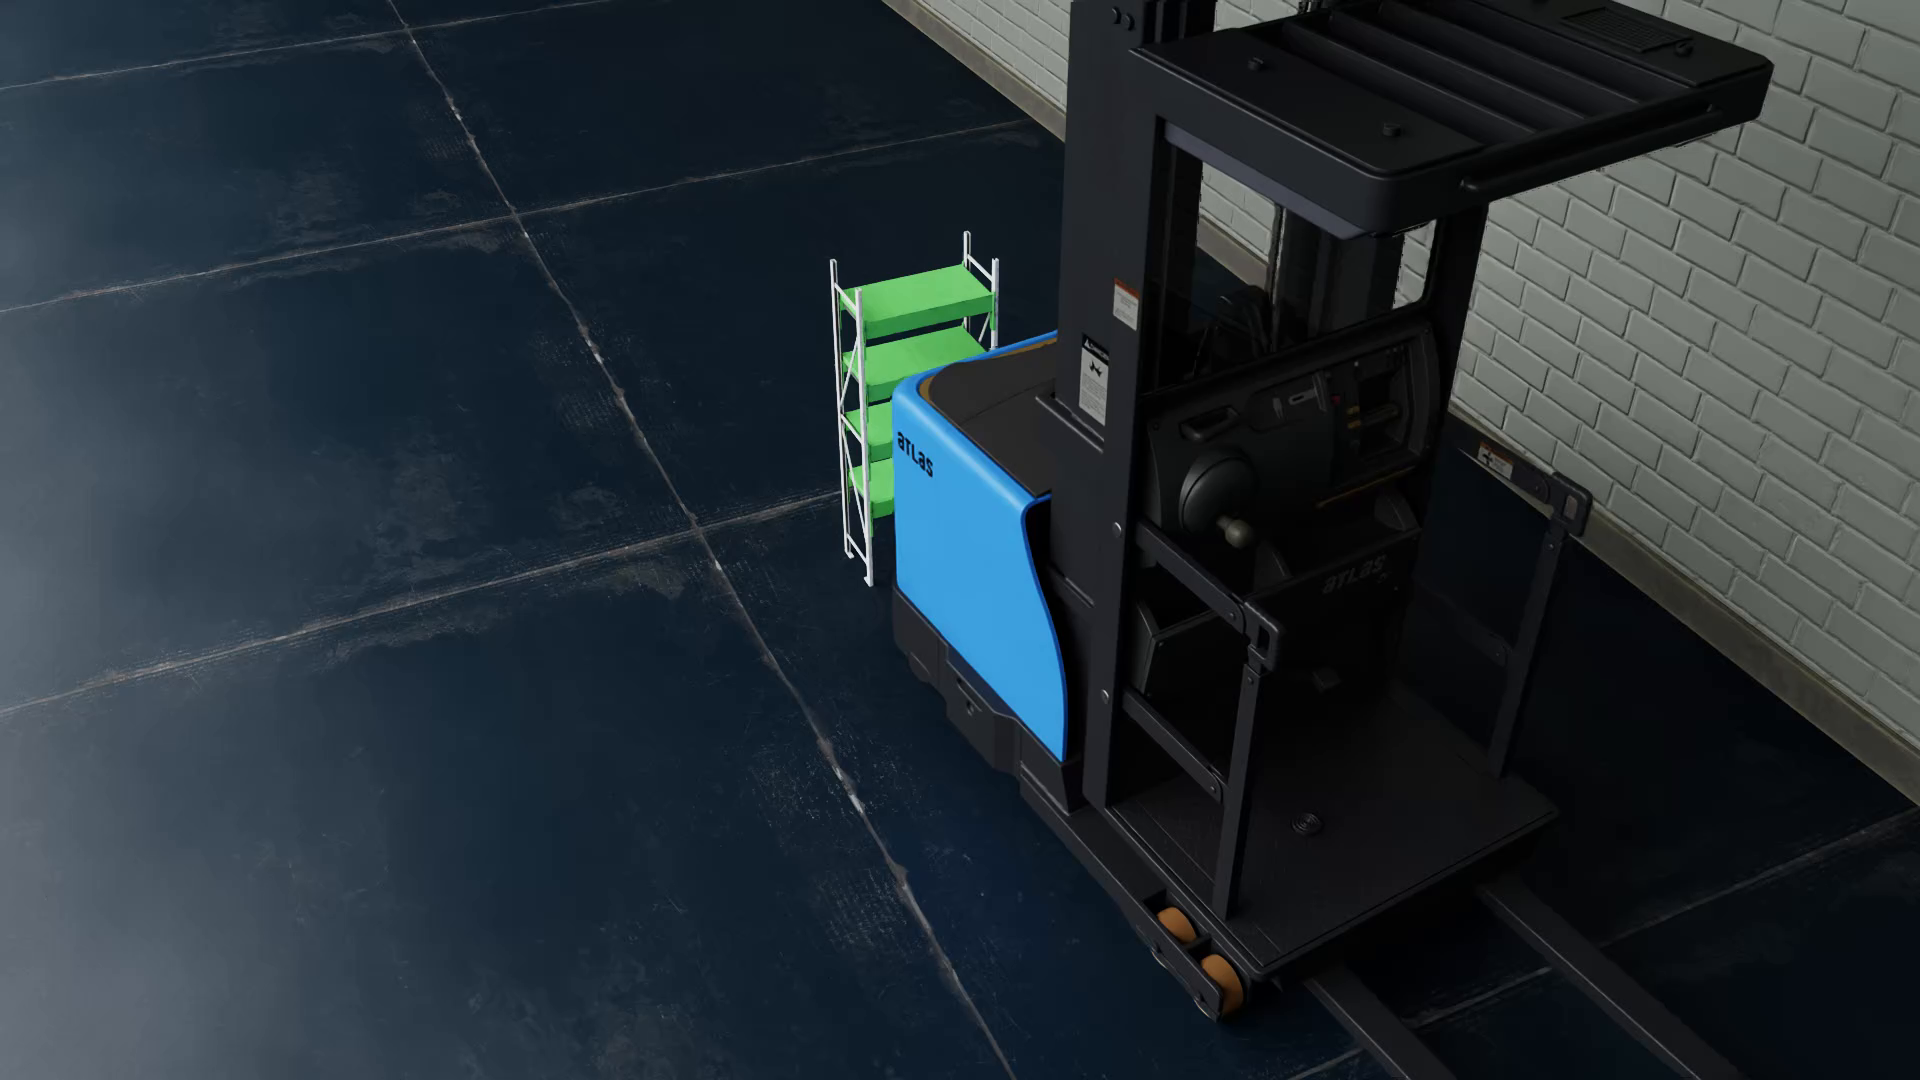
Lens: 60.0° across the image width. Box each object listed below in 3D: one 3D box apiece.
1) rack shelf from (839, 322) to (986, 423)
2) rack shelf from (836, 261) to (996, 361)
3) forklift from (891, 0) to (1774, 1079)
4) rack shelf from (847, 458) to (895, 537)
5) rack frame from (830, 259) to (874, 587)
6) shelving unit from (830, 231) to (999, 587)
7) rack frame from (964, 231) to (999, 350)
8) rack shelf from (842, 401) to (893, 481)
[{"bbox_3d":[-0.150,-0.581,5.731,0.480,0.148,0.258,-16,39,-20],"label":"rack shelf"},{"bbox_3d":[-0.150,-0.774,5.588,0.480,0.148,0.258,-16,39,-20],"label":"rack shelf"},{"bbox_3d":[0.969,-0.206,4.067,1.130,2.935,3.031,-20,41,-25],"label":"forklift"},{"bbox_3d":[-0.150,-0.196,6.017,0.480,0.148,0.258,-16,39,-20],"label":"rack shelf"},{"bbox_3d":[-0.371,-0.378,5.753,0.015,1.200,0.240,-16,39,-20],"label":"rack frame"},{"bbox_3d":[-0.150,-0.440,5.836,0.503,1.200,0.258,-16,39,-20],"label":"shelving unit"},{"bbox_3d":[0.071,-0.502,5.919,0.015,1.200,0.240,-16,39,-20],"label":"rack frame"},{"bbox_3d":[-0.150,-0.389,5.874,0.480,0.148,0.258,-16,39,-20],"label":"rack shelf"}]
